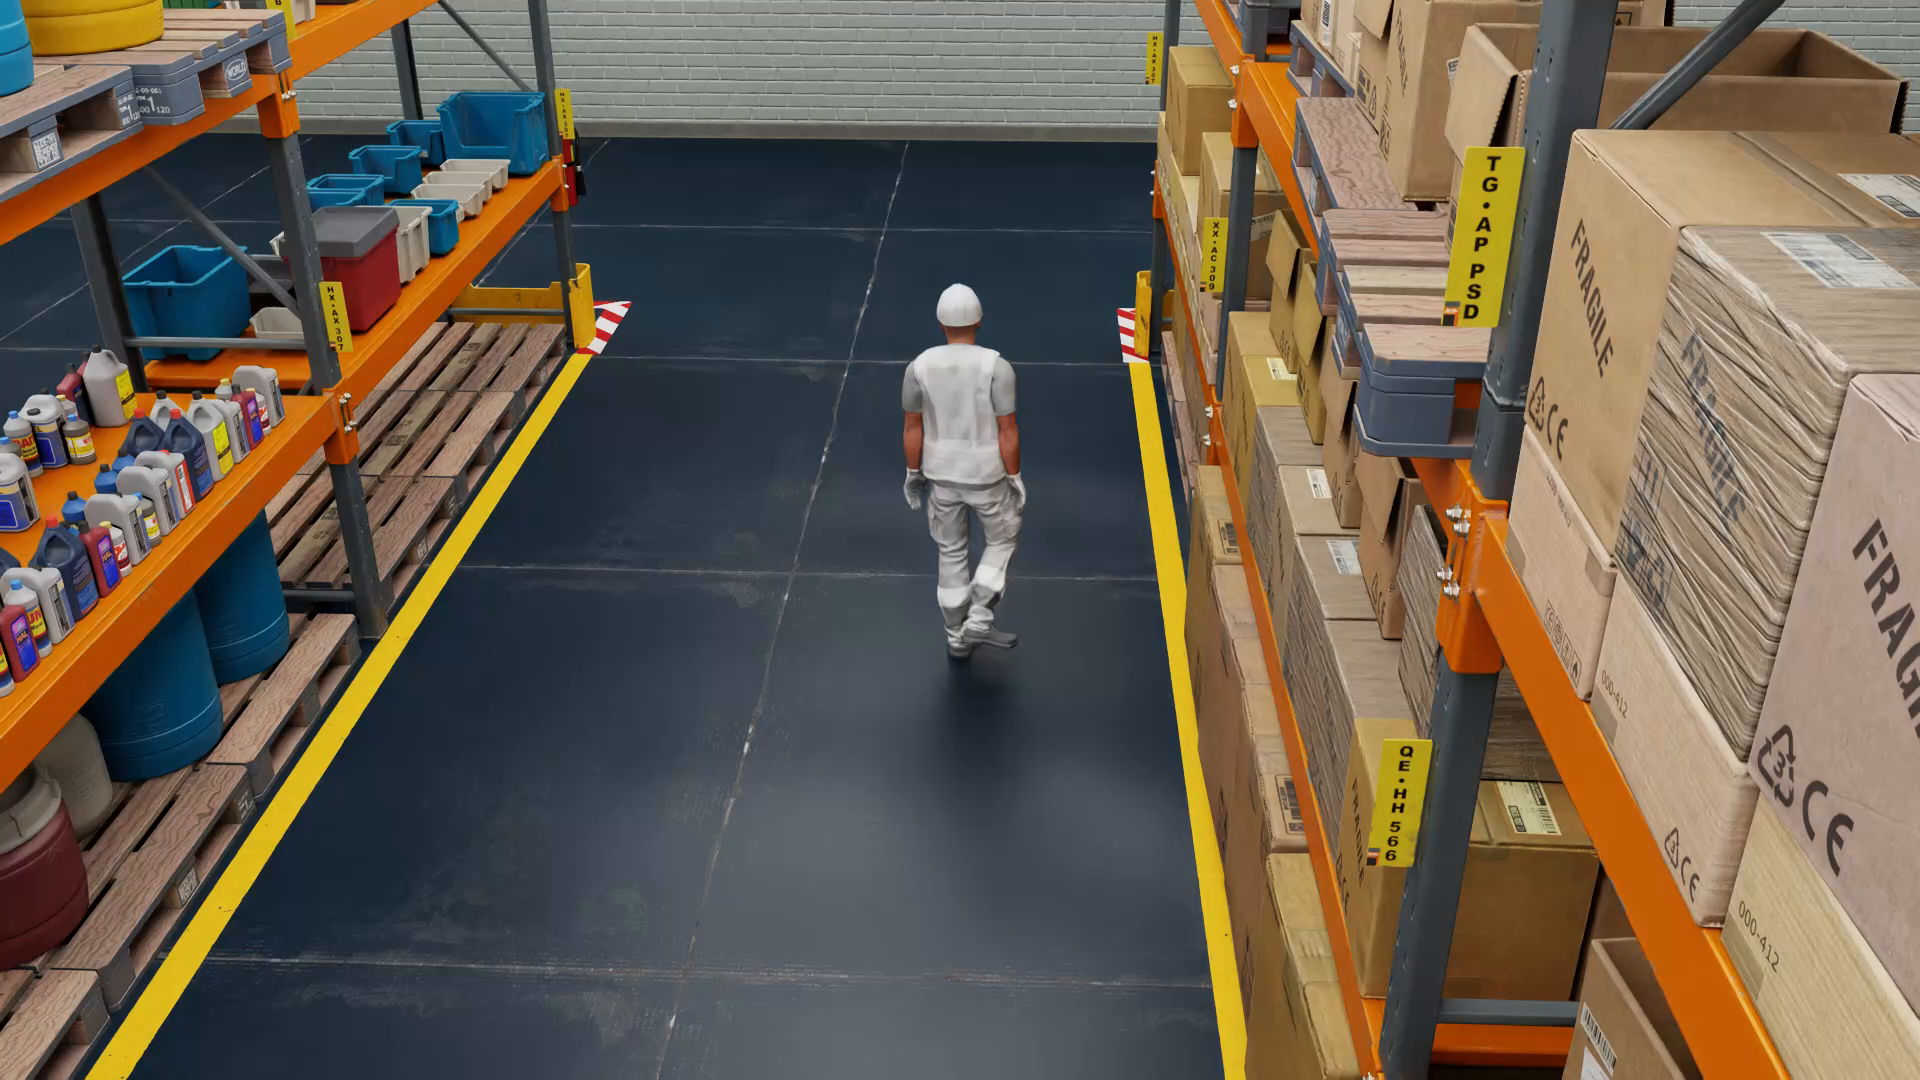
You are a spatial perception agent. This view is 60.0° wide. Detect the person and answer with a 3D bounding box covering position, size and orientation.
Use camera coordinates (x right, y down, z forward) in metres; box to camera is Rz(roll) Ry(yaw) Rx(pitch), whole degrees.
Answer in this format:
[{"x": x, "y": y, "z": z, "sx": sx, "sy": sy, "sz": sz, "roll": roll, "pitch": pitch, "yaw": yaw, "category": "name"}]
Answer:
[{"x": 0.018, "y": -0.270, "z": 7.596, "sx": 0.588, "sy": 1.780, "sz": 0.558, "roll": 7, "pitch": 28, "yaw": 12, "category": "person"}]
